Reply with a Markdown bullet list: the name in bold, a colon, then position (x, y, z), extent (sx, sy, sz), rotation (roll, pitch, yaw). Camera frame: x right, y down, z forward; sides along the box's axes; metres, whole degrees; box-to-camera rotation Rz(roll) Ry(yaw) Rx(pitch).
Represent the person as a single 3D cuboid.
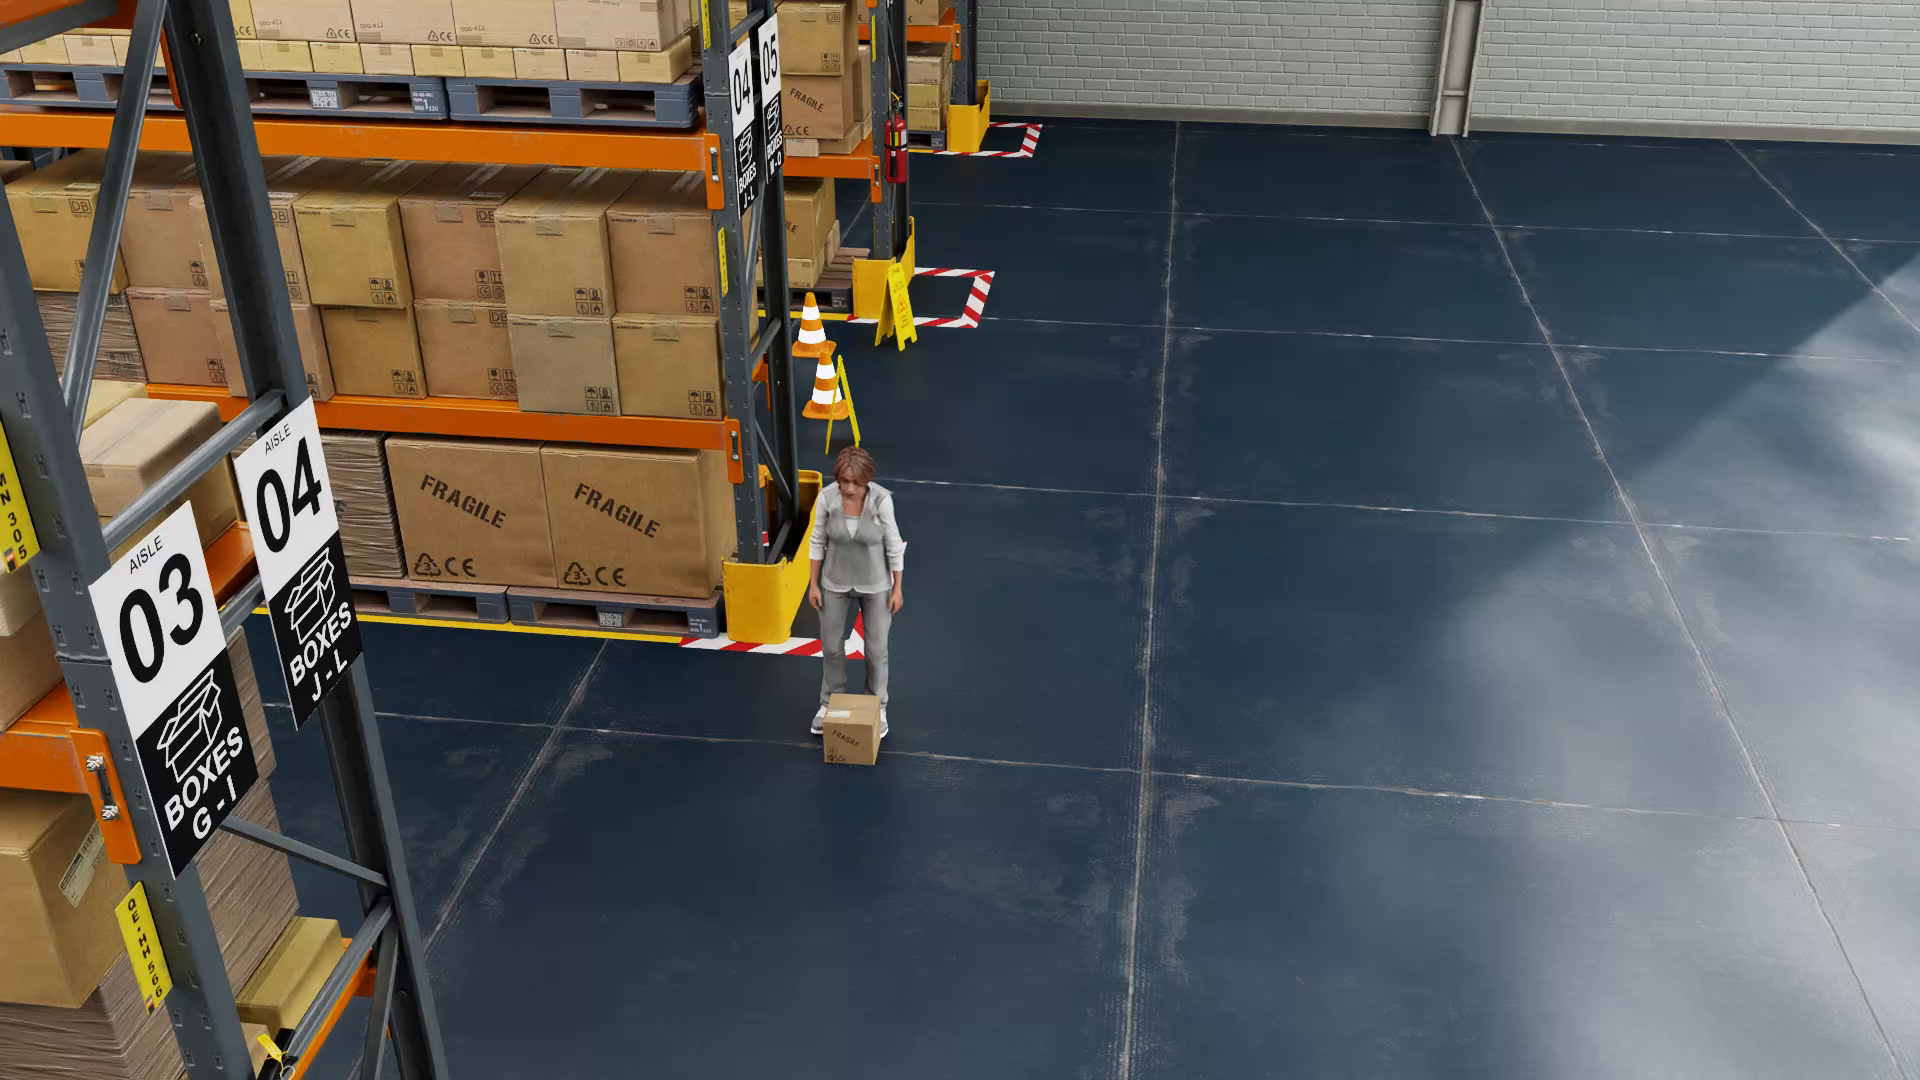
- **person**: position (-0.514, 0.242, 8.196), extent (0.479, 1.593, 0.345), rotation (3, 29, 5)
